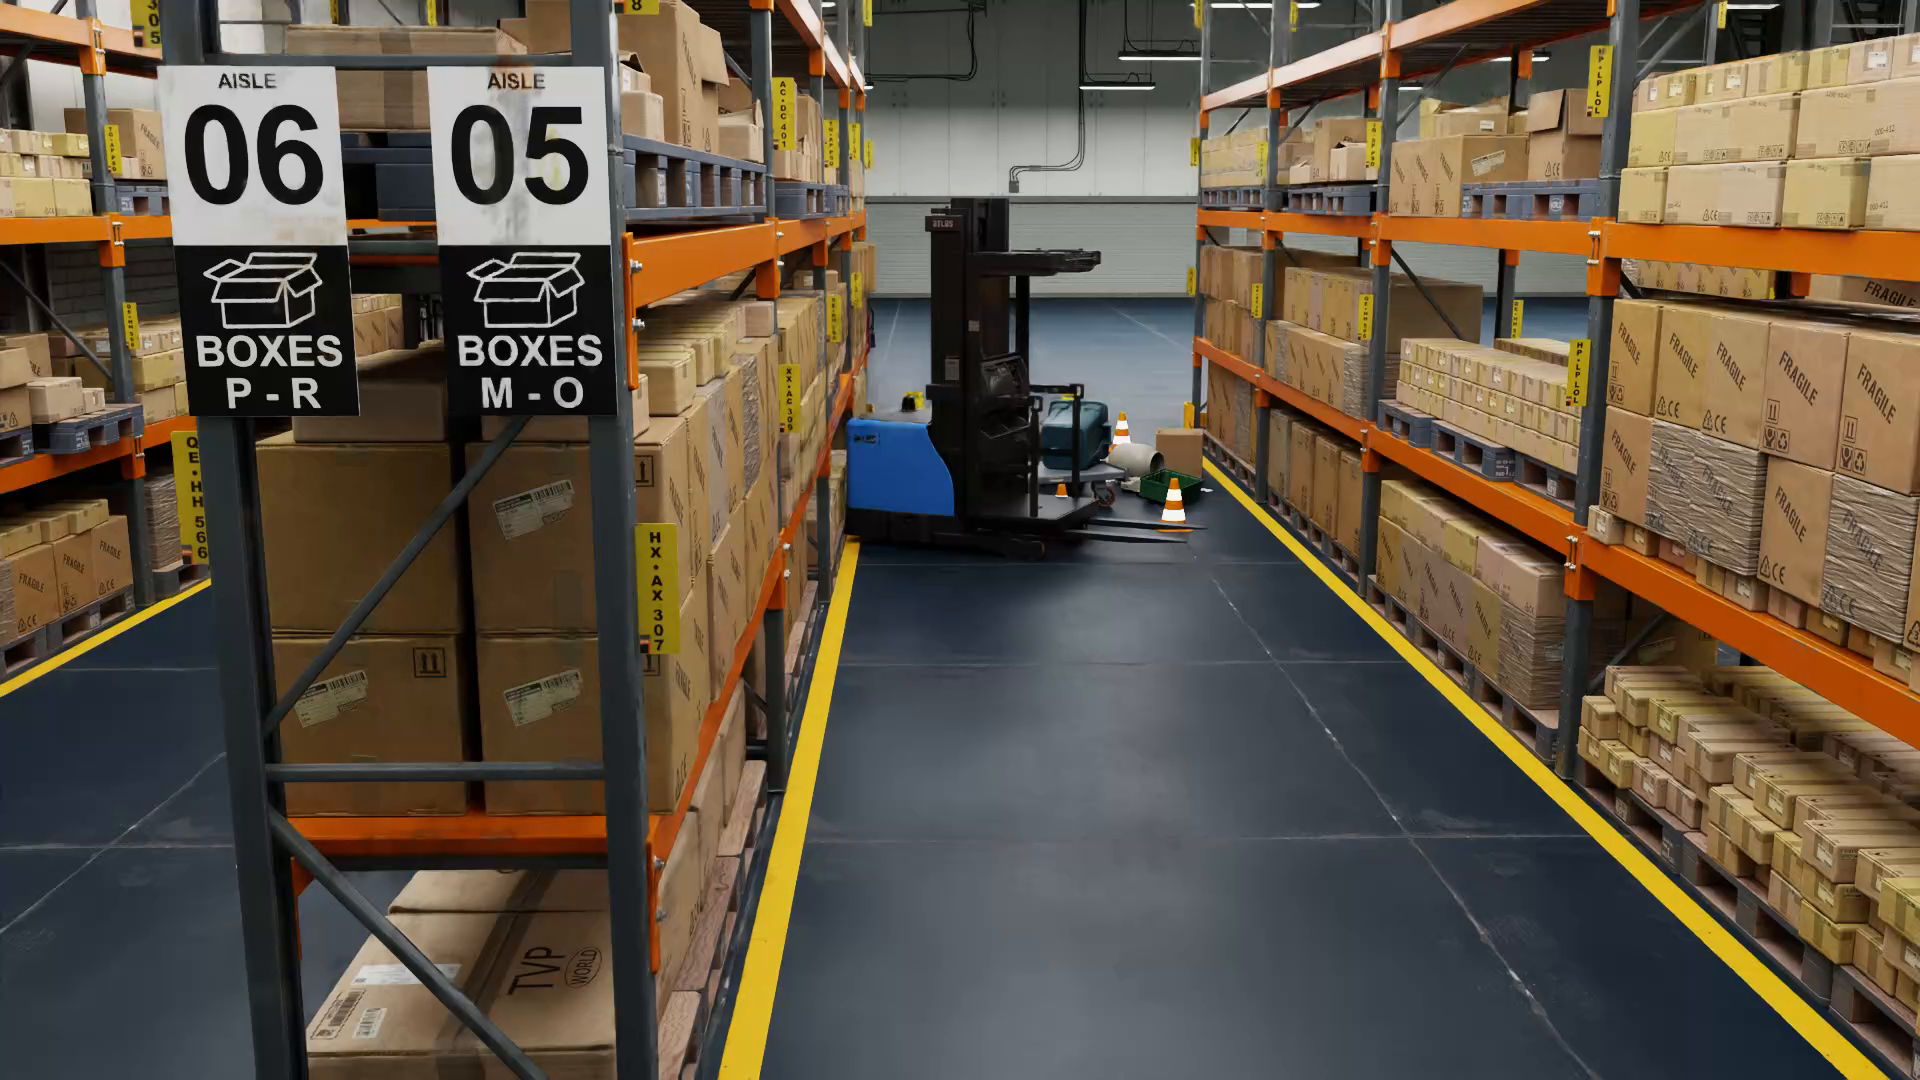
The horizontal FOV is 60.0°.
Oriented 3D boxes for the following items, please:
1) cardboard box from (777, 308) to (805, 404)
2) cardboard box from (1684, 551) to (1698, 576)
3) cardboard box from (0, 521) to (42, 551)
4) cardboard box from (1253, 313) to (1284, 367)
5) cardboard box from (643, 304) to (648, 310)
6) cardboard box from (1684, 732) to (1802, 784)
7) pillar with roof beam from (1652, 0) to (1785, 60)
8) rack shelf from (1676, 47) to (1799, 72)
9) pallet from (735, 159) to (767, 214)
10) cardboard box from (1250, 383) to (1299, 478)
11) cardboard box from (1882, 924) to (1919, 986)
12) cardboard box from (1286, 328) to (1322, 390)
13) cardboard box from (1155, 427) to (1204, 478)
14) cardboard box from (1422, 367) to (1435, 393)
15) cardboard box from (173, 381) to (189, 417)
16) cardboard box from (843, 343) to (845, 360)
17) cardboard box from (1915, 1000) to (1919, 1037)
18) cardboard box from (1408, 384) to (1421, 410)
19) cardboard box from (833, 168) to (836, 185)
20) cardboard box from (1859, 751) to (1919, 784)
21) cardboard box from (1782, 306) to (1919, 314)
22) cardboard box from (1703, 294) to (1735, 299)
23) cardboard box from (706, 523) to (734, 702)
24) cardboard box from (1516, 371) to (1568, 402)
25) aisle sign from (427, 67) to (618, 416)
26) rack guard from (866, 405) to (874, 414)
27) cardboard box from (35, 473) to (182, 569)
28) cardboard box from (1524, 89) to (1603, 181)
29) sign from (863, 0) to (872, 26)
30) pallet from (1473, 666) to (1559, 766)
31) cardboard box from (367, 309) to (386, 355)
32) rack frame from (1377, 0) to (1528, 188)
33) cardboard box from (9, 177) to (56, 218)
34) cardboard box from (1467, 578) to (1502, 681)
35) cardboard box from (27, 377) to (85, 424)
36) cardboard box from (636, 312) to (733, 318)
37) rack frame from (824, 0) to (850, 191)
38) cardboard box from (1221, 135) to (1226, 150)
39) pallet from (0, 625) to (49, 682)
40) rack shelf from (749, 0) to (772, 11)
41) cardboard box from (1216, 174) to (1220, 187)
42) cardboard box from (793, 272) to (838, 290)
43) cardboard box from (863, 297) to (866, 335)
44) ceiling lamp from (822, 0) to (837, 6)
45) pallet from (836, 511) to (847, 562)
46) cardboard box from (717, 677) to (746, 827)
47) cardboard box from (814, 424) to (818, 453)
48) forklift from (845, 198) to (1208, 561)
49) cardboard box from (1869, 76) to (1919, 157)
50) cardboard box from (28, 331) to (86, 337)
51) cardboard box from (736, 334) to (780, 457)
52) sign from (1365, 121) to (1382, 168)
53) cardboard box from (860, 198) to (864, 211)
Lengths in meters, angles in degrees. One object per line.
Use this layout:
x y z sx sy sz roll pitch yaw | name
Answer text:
-1.140 -1.039 9.372 0.500 0.500 0.500 -1 11 -3 | cardboard box
3.391 0.087 7.217 0.380 0.149 0.250 -1 11 -4 | cardboard box
-6.196 -0.027 10.749 0.380 0.149 0.250 0 11 1 | cardboard box
3.390 -1.989 16.439 0.875 0.550 0.550 0 11 -1 | cardboard box
-1.625 -1.004 7.567 0.380 0.149 0.250 0 11 -2 | cardboard box
3.327 0.925 7.071 0.380 0.149 0.250 0 11 0 | cardboard box
19.100 -11.449 48.358 9.100 9.000 0.548 0 11 -1 | pillar with roof beam
8.329 -4.826 17.530 1.077 0.370 4.000 0 11 -1 | rack shelf
-1.366 -1.475 6.964 1.003 0.211 1.213 0 11 -1 | pallet
3.466 -1.132 16.880 0.875 0.875 0.875 0 11 0 | cardboard box
3.348 1.382 5.568 0.380 0.149 0.250 -1 11 -3 | cardboard box
3.170 -1.585 14.578 0.500 0.500 0.500 0 11 -1 | cardboard box
2.351 -0.922 17.842 0.500 0.500 0.500 2 12 9 | cardboard box
3.318 -1.071 11.123 0.380 0.149 0.250 -1 11 -3 | cardboard box
-6.188 -1.101 12.818 0.500 0.250 0.500 0 11 -2 | cardboard box
-1.222 -1.679 14.868 0.380 0.149 0.250 0 11 -2 | cardboard box
3.331 1.580 5.338 0.380 0.149 0.250 0 11 1 | cardboard box
3.305 -0.986 11.452 0.380 0.149 0.250 0 11 2 | cardboard box
-1.381 -3.288 14.999 0.500 0.250 0.500 0 11 -2 | cardboard box
3.943 0.977 6.817 0.380 0.149 0.250 -1 11 -3 | cardboard box
3.871 -0.741 7.154 0.500 0.500 0.500 -1 11 -3 | cardboard box
8.337 -2.325 17.476 0.875 0.500 0.500 0 11 -1 | cardboard box
-1.043 0.237 5.596 0.500 0.500 0.500 0 11 -1 | cardboard box
3.356 -0.862 9.342 0.380 0.149 0.250 0 11 -1 | cardboard box
-0.998 -0.677 3.813 0.394 0.787 0.004 0 11 -1 | aisle sign
-1.619 -1.356 19.987 1.175 0.500 0.348 0 11 -1 | rack guard
-6.417 -0.151 12.676 0.875 0.625 0.625 0 11 1 | cardboard box
3.674 -2.286 9.420 0.797 0.503 0.637 0 11 -2 | cardboard box
-1.065 -6.070 19.099 0.100 0.325 0.005 0 11 -1 | sign
3.557 0.960 9.295 1.003 0.211 1.213 0 11 -1 | pallet
-6.287 -2.123 17.226 0.500 0.500 0.500 0 11 -2 | cardboard box
3.492 -3.987 11.577 1.000 3.000 0.127 0 11 -1 | rack frame
-6.153 -2.181 10.597 0.500 0.250 0.500 0 11 -1 | cardboard box
3.297 0.520 9.684 0.500 0.500 0.500 -1 11 -2 | cardboard box
-6.072 -0.909 10.816 0.500 0.250 0.500 -1 11 -4 | cardboard box
-1.132 -0.855 6.833 0.380 0.149 0.250 0 11 -2 | cardboard box
-1.538 -4.741 15.297 1.000 3.000 0.127 0 11 -1 | rack frame
3.040 -4.309 18.029 0.380 0.149 0.250 0 11 -2 | cardboard box
-6.418 0.772 10.223 1.003 0.211 1.213 0 11 -1 | pallet
-1.331 -2.205 5.610 1.077 0.370 4.000 0 11 -1 | rack shelf
3.034 -3.968 18.356 0.380 0.149 0.250 0 11 -1 | cardboard box
-1.246 -2.238 14.357 0.380 0.149 0.250 -1 11 -4 | cardboard box
-1.328 -2.585 18.757 0.500 0.500 0.500 0 11 -1 | cardboard box
-2.876 -9.740 25.253 2.000 3.185 0.800 0 11 -1 | ceiling lamp
-1.492 -0.037 14.210 1.003 0.211 1.213 0 11 -1 | pallet
-1.467 0.964 7.651 0.875 0.438 0.875 0 11 -2 | cardboard box
-1.164 -0.632 10.505 0.500 0.250 0.500 0 11 -2 | cardboard box
0.568 -1.386 14.019 3.031 2.935 1.130 5 13 24 | forklift
3.374 -1.392 5.451 0.500 0.250 0.500 0 11 0 | cardboard box
-6.744 -1.467 12.365 0.380 0.149 0.250 0 11 0 | cardboard box
-1.087 -0.657 7.489 0.500 0.500 0.500 0 11 -2 | cardboard box
2.937 -2.808 11.813 0.100 0.325 0.005 0 11 -1 | sign
-1.295 -3.824 18.953 0.380 0.149 0.250 0 11 -1 | cardboard box
